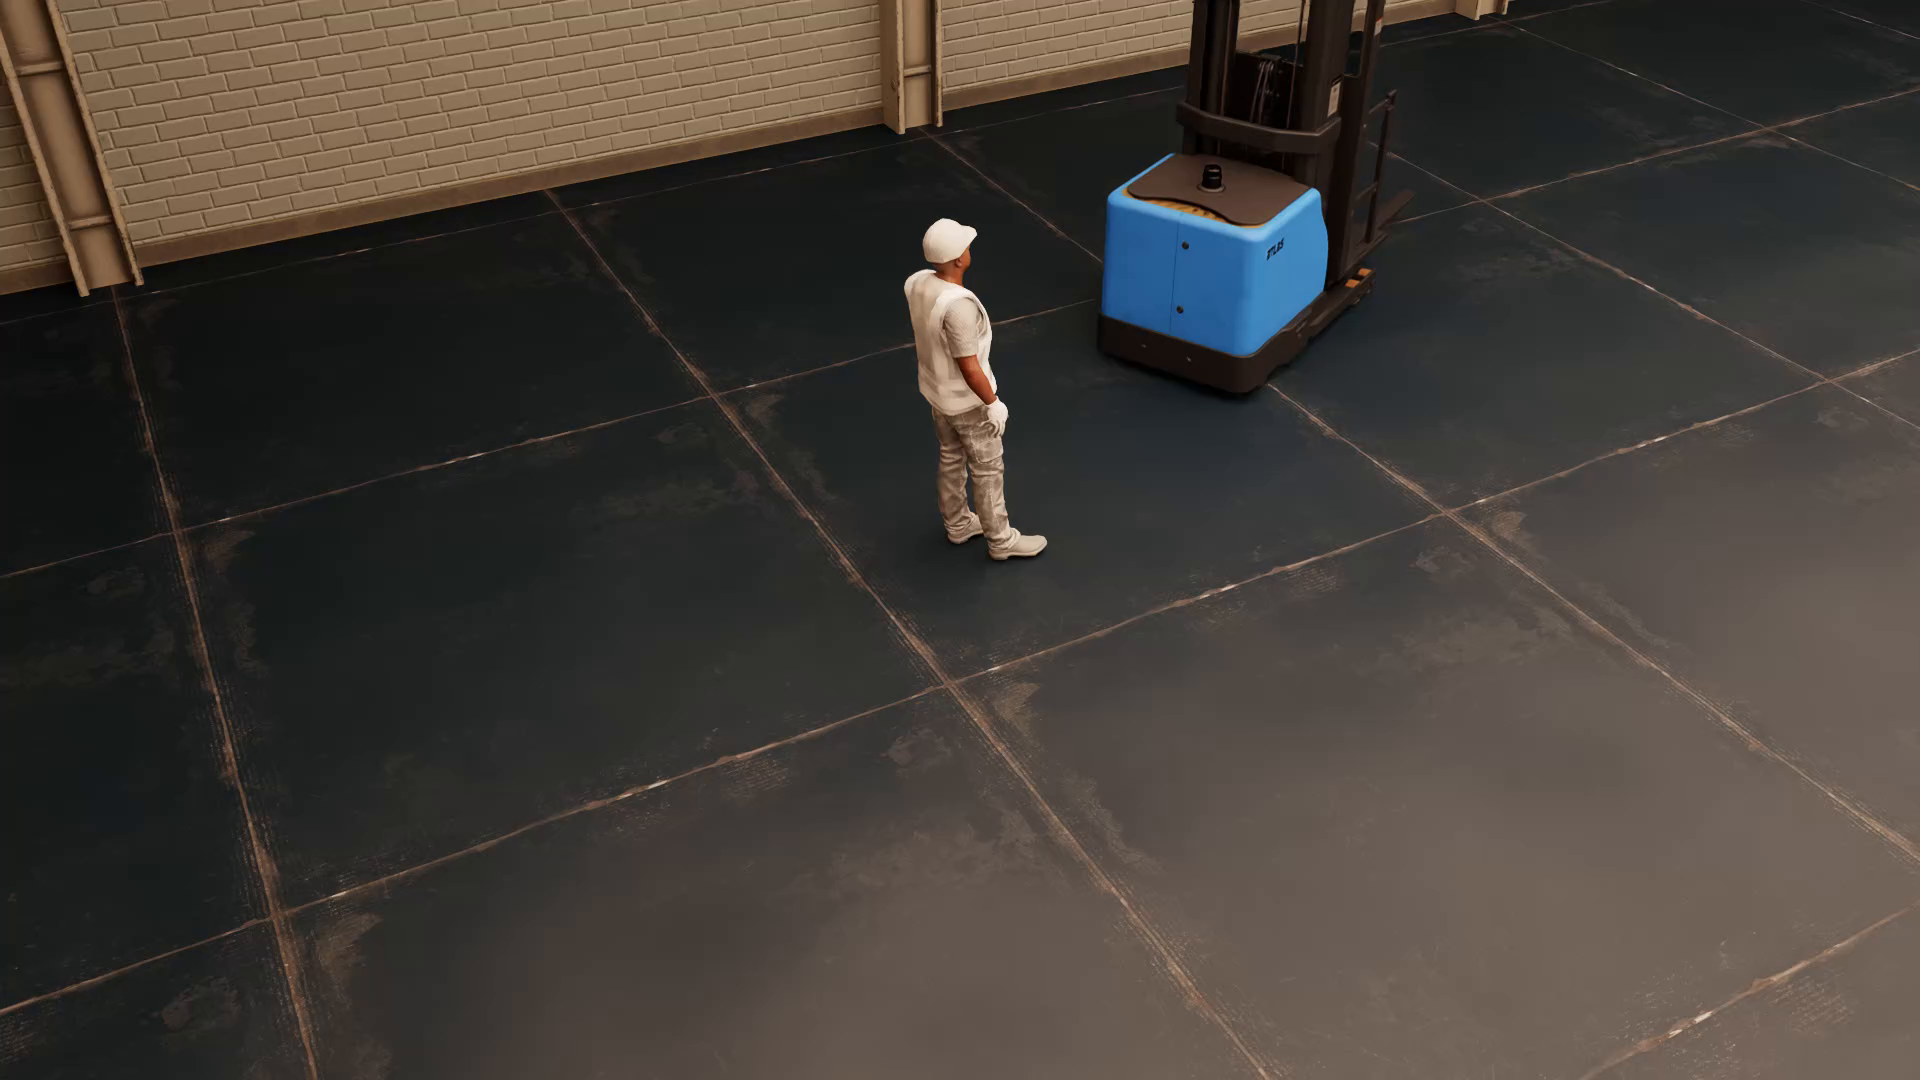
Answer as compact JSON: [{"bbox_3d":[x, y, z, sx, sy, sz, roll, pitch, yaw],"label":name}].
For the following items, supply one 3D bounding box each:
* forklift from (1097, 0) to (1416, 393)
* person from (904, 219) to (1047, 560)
[{"bbox_3d":[2.089,-2.868,10.181,1.130,2.935,3.031,22,41,28],"label":"forklift"},{"bbox_3d":[0.068,-0.750,8.165,0.575,1.785,0.657,-17,39,-23],"label":"person"}]
